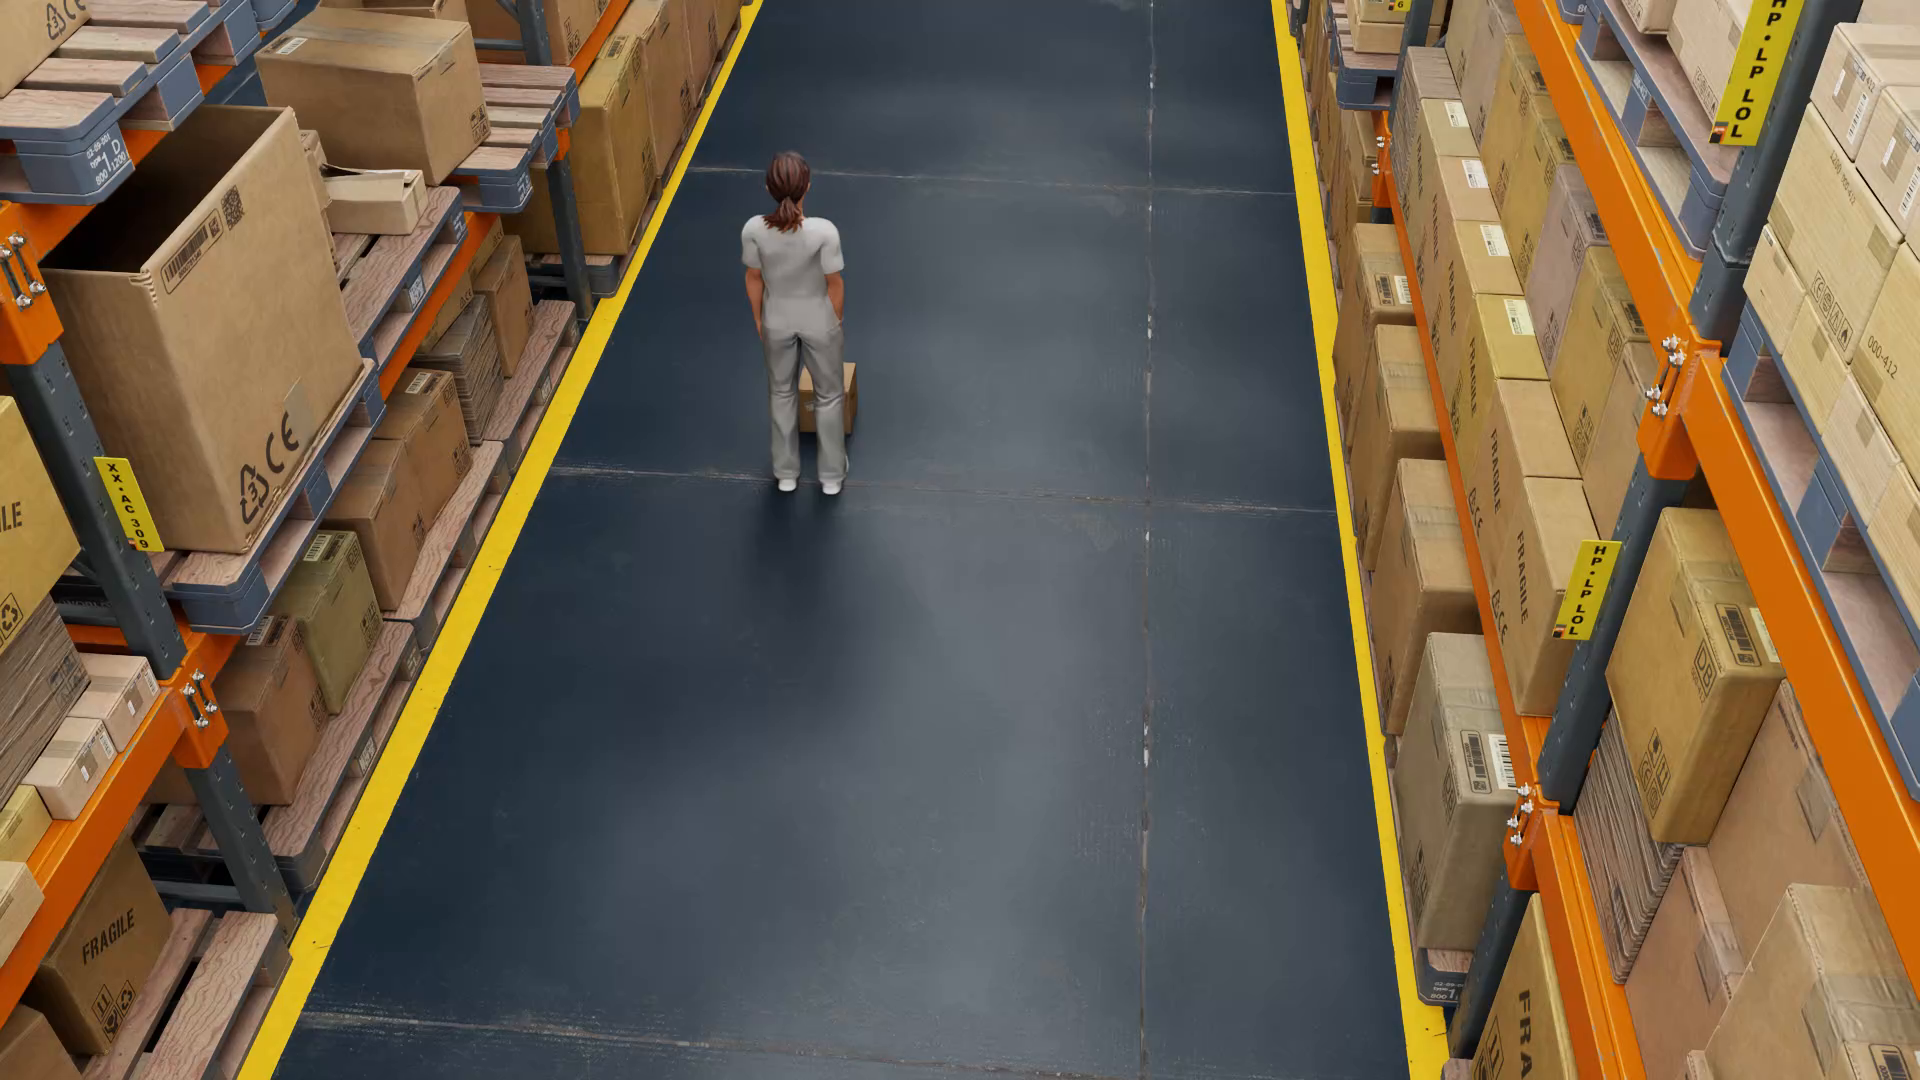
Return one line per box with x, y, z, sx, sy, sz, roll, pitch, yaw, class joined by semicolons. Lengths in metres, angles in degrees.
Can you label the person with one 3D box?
-0.704;-0.926;7.259;0.437;1.671;0.363;4;40;5;person
